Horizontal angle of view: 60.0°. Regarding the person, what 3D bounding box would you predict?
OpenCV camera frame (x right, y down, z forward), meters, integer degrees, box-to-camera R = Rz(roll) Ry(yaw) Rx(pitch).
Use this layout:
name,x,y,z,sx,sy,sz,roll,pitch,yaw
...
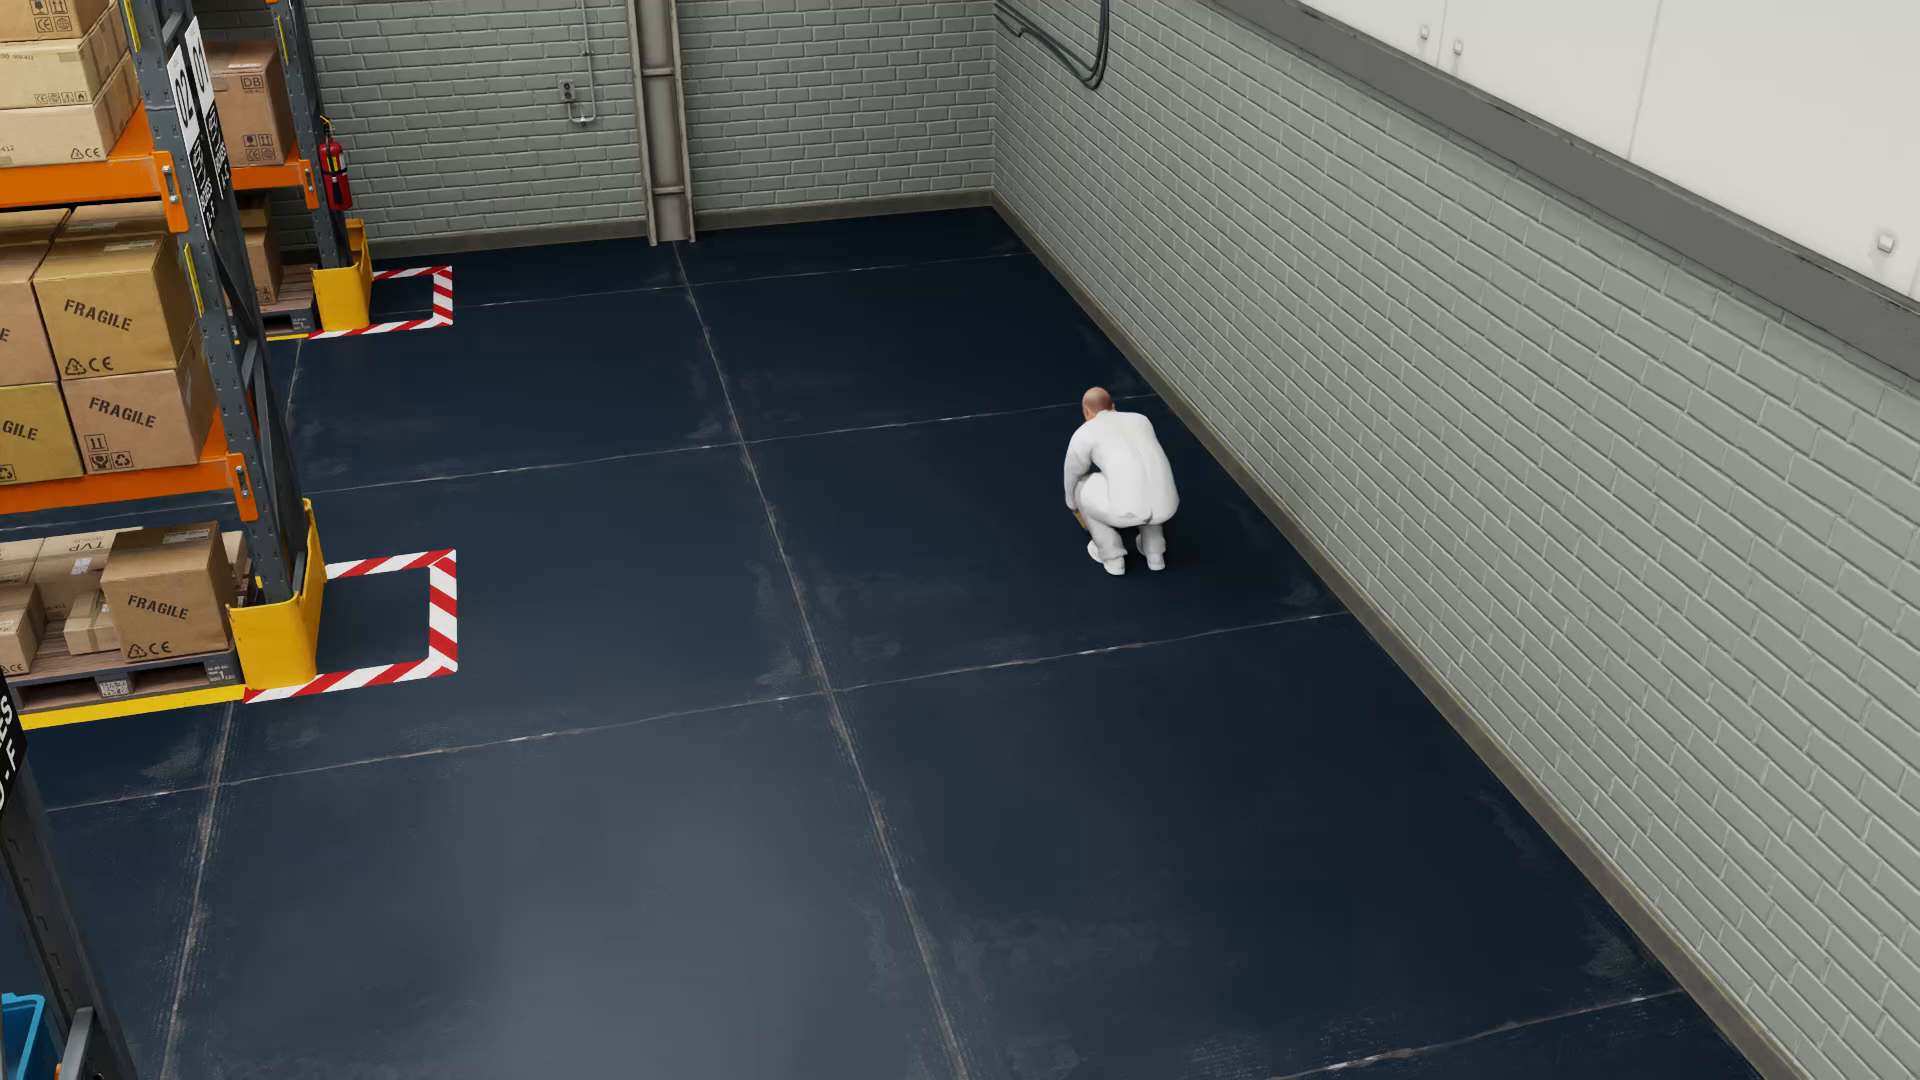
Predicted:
name,x,y,z,sx,sy,sz,roll,pitch,yaw
person,0.939,-0.341,9.735,0.609,0.902,0.909,-8,31,-13
